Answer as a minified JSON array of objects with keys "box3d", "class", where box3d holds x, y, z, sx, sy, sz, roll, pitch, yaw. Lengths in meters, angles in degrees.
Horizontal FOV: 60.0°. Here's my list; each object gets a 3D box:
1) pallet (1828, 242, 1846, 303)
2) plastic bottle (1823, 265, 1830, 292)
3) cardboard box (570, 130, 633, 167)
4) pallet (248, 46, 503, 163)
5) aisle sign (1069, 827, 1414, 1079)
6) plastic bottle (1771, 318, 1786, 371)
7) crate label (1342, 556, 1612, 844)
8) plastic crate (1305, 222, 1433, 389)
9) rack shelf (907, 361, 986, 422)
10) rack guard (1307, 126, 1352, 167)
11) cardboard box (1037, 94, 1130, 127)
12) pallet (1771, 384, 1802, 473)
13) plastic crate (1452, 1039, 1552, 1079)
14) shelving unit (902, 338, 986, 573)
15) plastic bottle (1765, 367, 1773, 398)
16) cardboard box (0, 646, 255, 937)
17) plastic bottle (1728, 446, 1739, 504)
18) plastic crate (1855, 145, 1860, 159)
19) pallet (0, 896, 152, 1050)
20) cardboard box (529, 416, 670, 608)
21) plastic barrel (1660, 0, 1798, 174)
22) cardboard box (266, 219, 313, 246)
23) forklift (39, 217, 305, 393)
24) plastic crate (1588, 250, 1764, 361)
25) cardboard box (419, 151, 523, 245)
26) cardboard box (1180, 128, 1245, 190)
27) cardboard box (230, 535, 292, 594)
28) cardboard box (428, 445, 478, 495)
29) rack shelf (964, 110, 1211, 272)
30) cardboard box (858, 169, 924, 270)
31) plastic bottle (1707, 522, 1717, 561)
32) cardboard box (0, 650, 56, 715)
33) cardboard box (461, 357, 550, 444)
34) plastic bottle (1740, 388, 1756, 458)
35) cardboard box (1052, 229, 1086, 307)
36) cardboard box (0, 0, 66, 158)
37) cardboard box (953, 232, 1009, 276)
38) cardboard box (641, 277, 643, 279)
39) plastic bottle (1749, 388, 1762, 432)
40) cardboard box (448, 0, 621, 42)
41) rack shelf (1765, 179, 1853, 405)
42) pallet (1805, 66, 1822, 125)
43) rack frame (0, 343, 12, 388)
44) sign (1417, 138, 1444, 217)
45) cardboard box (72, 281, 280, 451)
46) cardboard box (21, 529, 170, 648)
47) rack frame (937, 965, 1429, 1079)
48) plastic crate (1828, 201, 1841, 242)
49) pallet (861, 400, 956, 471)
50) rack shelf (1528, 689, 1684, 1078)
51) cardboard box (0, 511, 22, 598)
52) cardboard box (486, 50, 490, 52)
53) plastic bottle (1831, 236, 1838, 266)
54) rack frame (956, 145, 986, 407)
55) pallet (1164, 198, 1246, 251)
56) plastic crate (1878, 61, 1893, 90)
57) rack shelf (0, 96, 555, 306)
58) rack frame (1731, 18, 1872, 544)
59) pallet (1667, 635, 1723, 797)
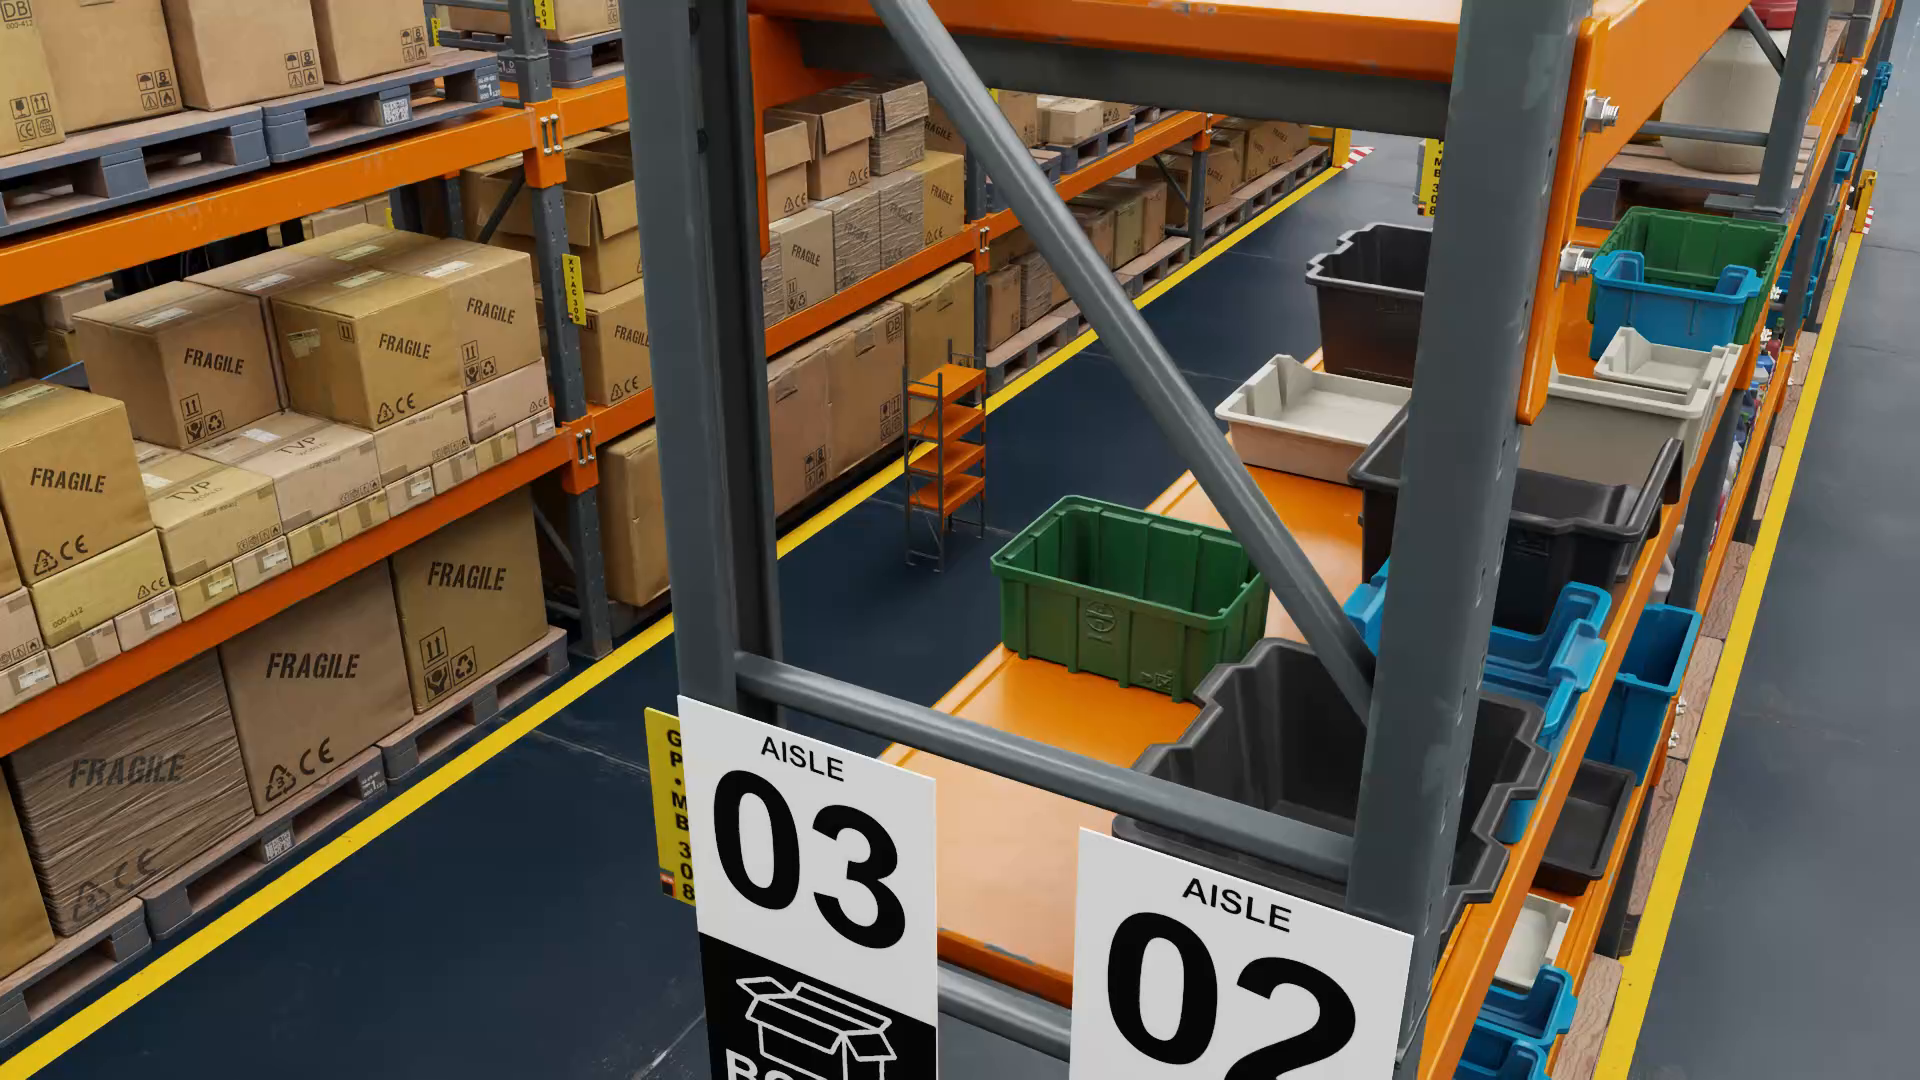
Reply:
[{"box3d":[6.957,-2.359,14.227,1.003,0.211,1.213,14,30,26],"class":"pallet"},{"box3d":[6.750,-2.112,13.085,0.144,0.351,0.185,15,30,27],"class":"plastic bottle"},{"box3d":[-1.601,-1.858,8.878,0.797,0.503,0.637,15,30,27],"class":"cardboard box"},{"box3d":[-2.668,-1.834,6.811,1.003,0.211,1.213,14,30,26],"class":"pallet"},{"box3d":[0.312,0.731,2.034,0.394,0.787,0.004,14,30,26],"class":"aisle sign"},{"box3d":[4.196,-1.013,8.554,0.061,0.283,0.133,14,30,26],"class":"plastic bottle"},{"box3d":[0.824,0.237,2.740,0.408,0.251,0.502,14,30,26],"class":"crate label"},{"box3d":[1.206,-0.618,4.428,0.497,0.269,0.590,14,30,26],"class":"plastic crate"},{"box3d":[-0.081,-0.823,9.177,0.258,0.148,0.480,14,30,26],"class":"rack shelf"},{"box3d":[3.610,-4.378,17.938,1.175,0.500,0.348,14,30,26],"class":"rack guard"},{"box3d":[0.907,-3.505,12.816,0.797,0.503,0.637,18,32,31],"class":"cardboard box"},{"box3d":[5.040,-0.837,11.187,1.003,0.211,1.213,14,30,26],"class":"pallet"},{"box3d":[1.144,1.312,3.899,0.416,0.233,0.300,14,30,26],"class":"plastic crate"},{"box3d":[-0.081,-0.472,9.353,0.258,1.200,0.503,14,30,26],"class":"shelving unit"},{"box3d":[3.962,-0.808,8.235,0.097,0.201,0.097,0,27,0],"class":"plastic bottle"},{"box3d":[-3.531,0.850,6.605,0.875,0.875,0.875,14,30,26],"class":"cardboard box"},{"box3d":[3.266,-0.288,7.118,0.097,0.271,0.097,0,27,0],"class":"plastic bottle"},{"box3d":[6.360,-3.024,12.510,0.767,0.338,0.504,14,30,26],"class":"plastic crate"},{"box3d":[-3.899,1.628,6.262,1.003,0.211,1.213,14,30,26],"class":"pallet"},{"box3d":[-1.959,-0.341,8.984,1.225,0.875,0.875,14,30,26],"class":"cardboard box"},{"box3d":[2.533,-1.498,5.420,0.433,0.535,0.433,0,27,0],"class":"plastic barrel"},{"box3d":[-5.168,-2.227,12.333,0.500,0.250,0.500,15,30,27],"class":"cardboard box"},{"box3d":[-4.197,-1.716,9.903,1.130,2.935,3.031,8,28,16],"class":"forklift"},{"box3d":[1.886,-0.600,4.433,0.416,0.233,0.300,14,30,26],"class":"plastic crate"},{"box3d":[-4.179,-2.939,14.314,1.050,0.750,0.750,14,30,25],"class":"cardboard box"},{"box3d":[2.423,-3.668,16.050,0.500,0.500,0.500,11,29,22],"class":"cardboard box"},{"box3d":[-2.879,0.054,6.572,0.380,0.149,0.250,15,30,27],"class":"cardboard box"},{"box3d":[-2.374,-0.345,7.370,0.380,0.149,0.250,14,30,25],"class":"cardboard box"},{"box3d":[0.696,-2.866,12.927,1.077,0.370,4.000,14,30,26],"class":"rack shelf"},{"box3d":[-0.566,-2.013,10.308,0.500,0.500,0.500,14,30,26],"class":"cardboard box"},{"box3d":[2.972,-0.024,6.668,0.097,0.201,0.097,0,27,0],"class":"plastic bottle"},{"box3d":[-3.384,0.454,5.772,0.380,0.149,0.250,14,30,25],"class":"cardboard box"},{"box3d":[-2.245,-0.685,7.603,0.500,0.250,0.500,14,30,25],"class":"cardboard box"},{"box3d":[3.519,-0.545,7.544,0.144,0.351,0.185,14,30,26],"class":"plastic bottle"},{"box3d":[0.559,-2.194,13.083,0.700,0.500,0.500,17,31,30],"class":"cardboard box"},{"box3d":[-3.421,-1.528,5.408,0.700,0.500,0.500,12,29,23],"class":"cardboard box"},{"box3d":[0.015,-2.090,12.037,0.500,0.250,0.500,16,31,28],"class":"cardboard box"},{"box3d":[-1.566,-1.214,8.713,0.500,0.500,0.500,14,30,26],"class":"cardboard box"},{"box3d":[3.723,-0.618,7.856,0.097,0.201,0.097,0,27,0],"class":"plastic bottle"},{"box3d":[-1.979,-2.651,7.763,0.700,0.500,0.500,15,30,27],"class":"cardboard box"},{"box3d":[5.008,-1.775,10.749,1.077,0.370,4.000,14,30,26],"class":"rack shelf"},{"box3d":[2.912,-1.785,6.825,1.003,0.211,1.213,14,30,26],"class":"pallet"},{"box3d":[-6.525,-1.981,10.356,1.000,3.000,0.127,14,30,26],"class":"rack frame"},{"box3d":[1.578,-1.226,5.486,0.100,0.325,0.005,14,30,26],"class":"sign"},{"box3d":[-3.215,-0.726,6.847,0.500,0.500,0.500,13,29,25],"class":"cardboard box"},{"box3d":[-3.252,0.117,6.000,0.500,0.250,0.500,13,29,24],"class":"cardboard box"},{"box3d":[0.088,1.801,2.802,1.000,3.000,0.127,14,30,26],"class":"rack frame"},{"box3d":[5.381,-2.041,10.712,0.450,0.188,0.662,14,30,26],"class":"plastic crate"},{"box3d":[-0.742,-0.870,11.253,1.003,0.211,1.213,14,30,26],"class":"pallet"},{"box3d":[1.072,1.343,4.520,1.077,0.370,4.000,14,30,26],"class":"rack shelf"},{"box3d":[-3.507,-0.014,5.424,0.500,0.500,0.500,13,30,25],"class":"cardboard box"},{"box3d":[-4.080,-4.402,13.963,0.700,0.500,0.500,14,30,25],"class":"cardboard box"},{"box3d":[7.143,-2.423,13.708,0.144,0.351,0.185,16,31,28],"class":"plastic bottle"},{"box3d":[-0.288,-2.408,11.209,1.000,3.000,0.127,14,30,26],"class":"rack frame"},{"box3d":[1.979,-2.989,15.486,1.003,0.211,1.213,14,30,26],"class":"pallet"},{"box3d":[7.974,-4.108,14.771,0.499,0.251,0.616,14,30,26],"class":"plastic crate"},{"box3d":[-3.240,-1.089,6.028,1.077,0.370,4.000,14,30,26],"class":"rack shelf"},{"box3d":[4.024,-1.317,9.030,1.000,3.000,0.127,14,30,26],"class":"rack frame"},{"box3d":[3.071,0.720,8.076,1.003,0.211,1.213,14,30,26],"class":"pallet"}]
